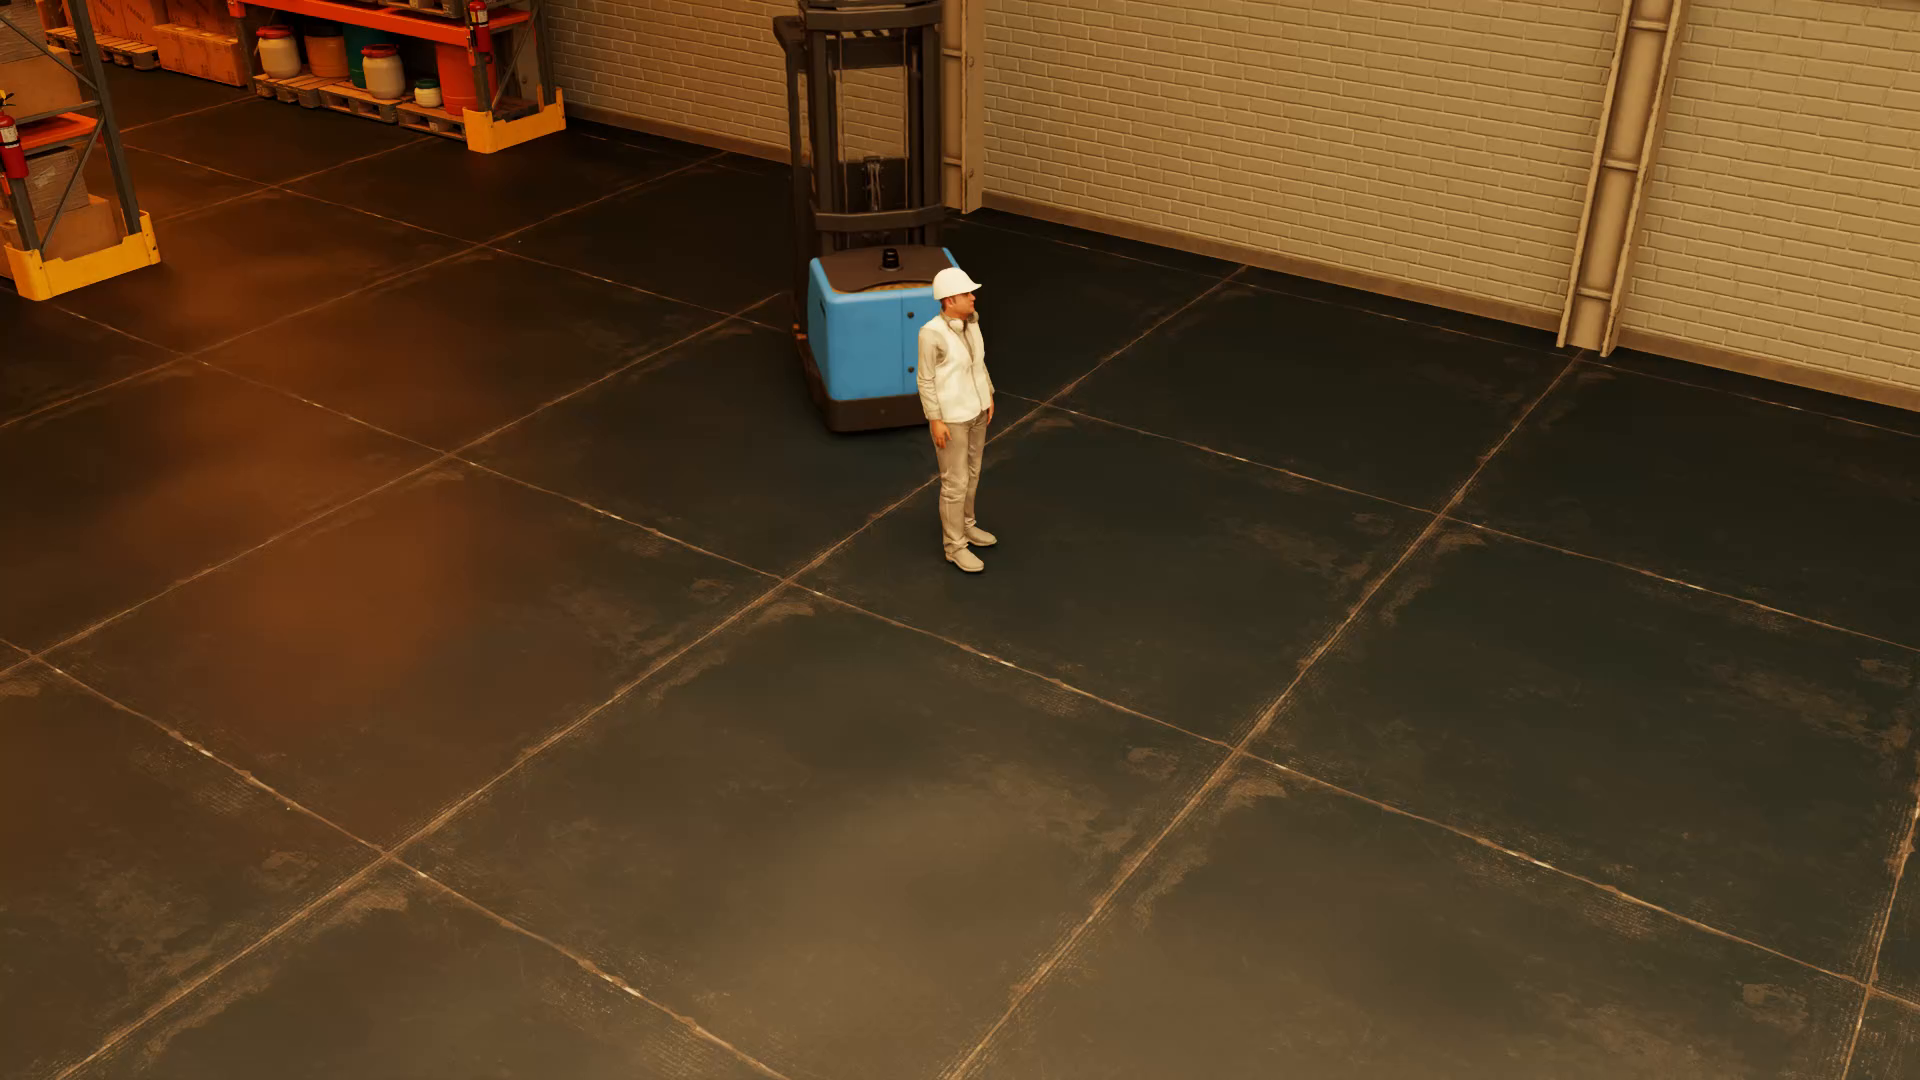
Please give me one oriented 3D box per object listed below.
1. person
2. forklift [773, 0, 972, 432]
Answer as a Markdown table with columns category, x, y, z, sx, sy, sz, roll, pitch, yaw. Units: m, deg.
| category | x | y | z | sx | sy | sz | roll | pitch | yaw |
| --- | --- | --- | --- | --- | --- | --- | --- | --- | --- |
| person | 0.049 | -0.753 | 10.015 | 0.565 | 1.776 | 0.634 | 19 | 35 | 29 |
| forklift | -0.734 | -2.750 | 12.317 | 1.130 | 2.935 | 3.031 | -7 | 31 | -11 |
